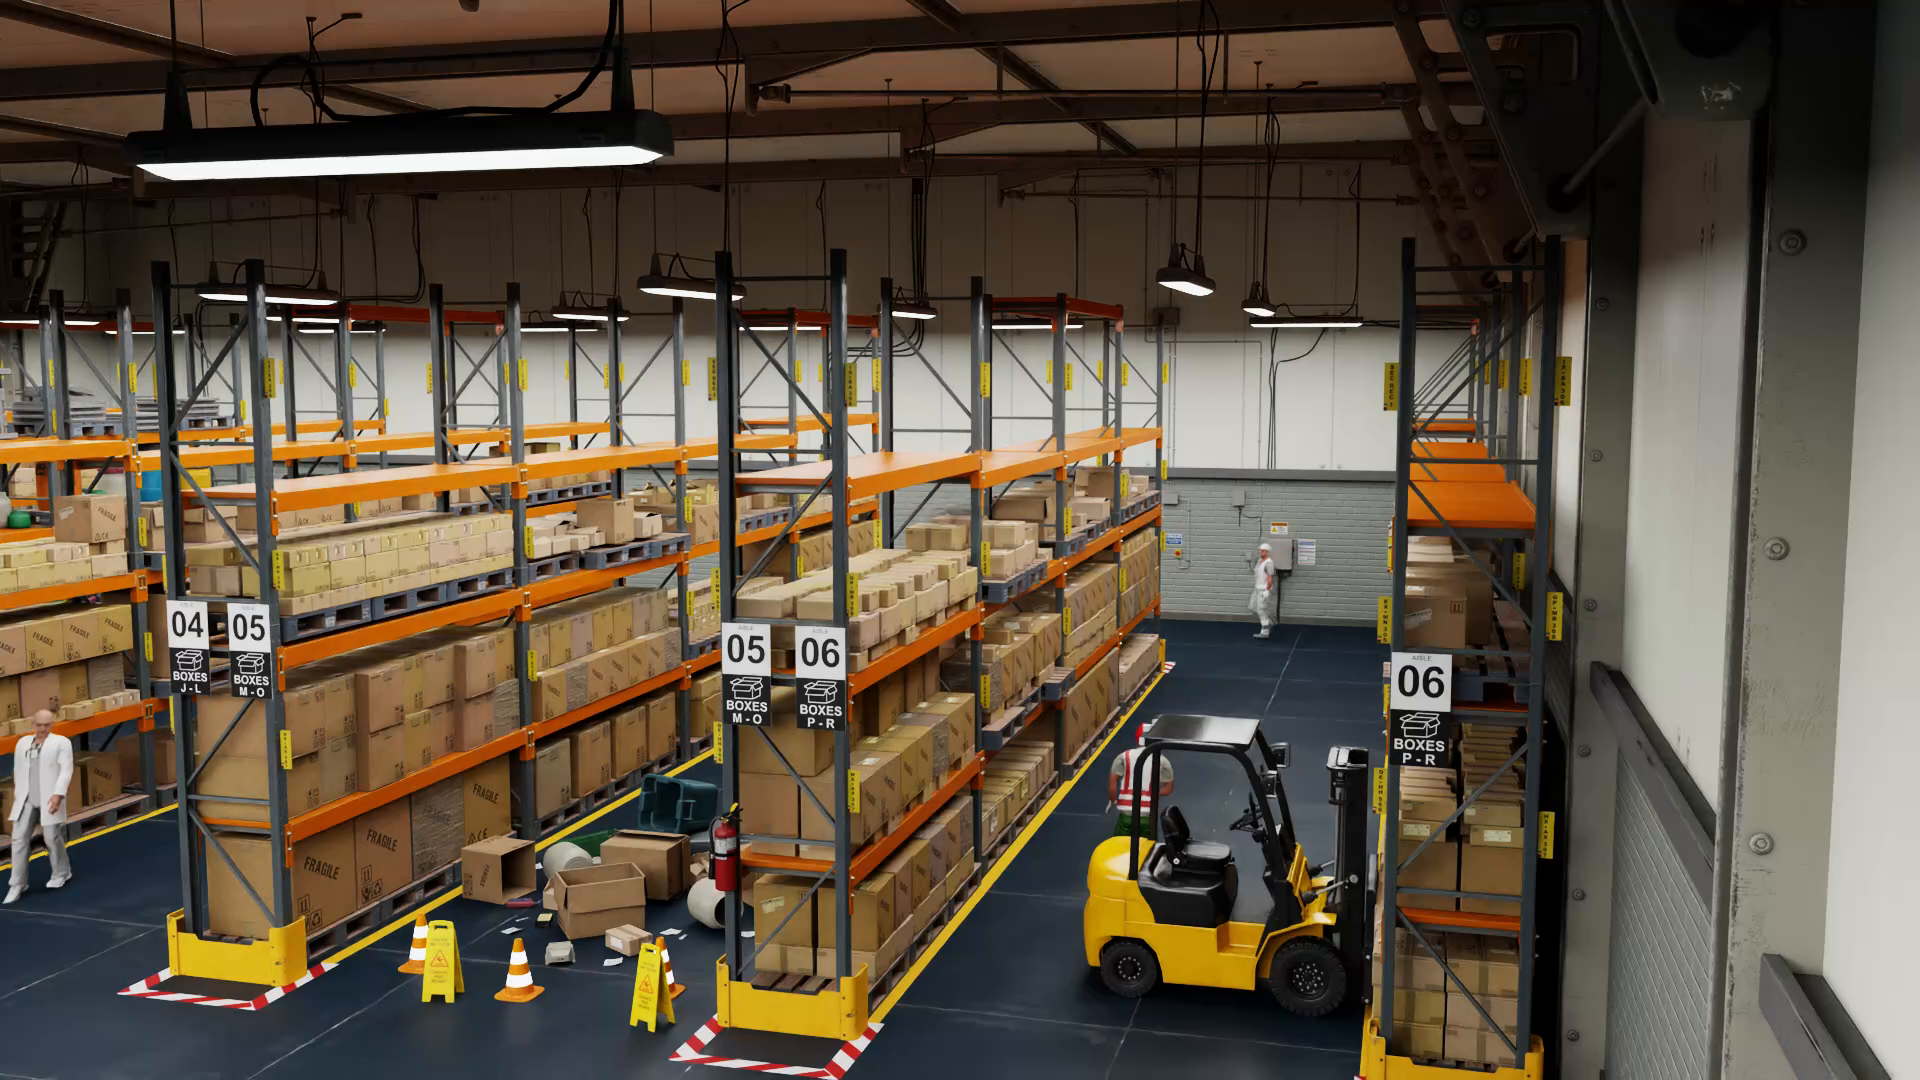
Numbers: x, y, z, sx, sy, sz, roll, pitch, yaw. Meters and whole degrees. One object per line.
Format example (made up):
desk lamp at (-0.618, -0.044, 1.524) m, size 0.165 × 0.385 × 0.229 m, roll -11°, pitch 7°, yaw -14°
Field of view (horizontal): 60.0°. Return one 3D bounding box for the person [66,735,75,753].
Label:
person at (-11.192, 2.101, 20.728) m, size 0.540 × 1.731 × 0.964 m, roll 0°, pitch 6°, yaw 4°

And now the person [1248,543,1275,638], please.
person at (5.705, 0.946, 31.292) m, size 0.488 × 1.783 × 0.591 m, roll -1°, pitch 6°, yaw -5°

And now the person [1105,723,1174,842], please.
person at (1.731, 2.630, 16.148) m, size 0.654 × 1.687 × 0.798 m, roll 2°, pitch 6°, yaw 15°

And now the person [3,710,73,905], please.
person at (-9.038, 2.590, 16.267) m, size 0.595 × 1.794 × 0.774 m, roll -1°, pitch 6°, yaw -6°
